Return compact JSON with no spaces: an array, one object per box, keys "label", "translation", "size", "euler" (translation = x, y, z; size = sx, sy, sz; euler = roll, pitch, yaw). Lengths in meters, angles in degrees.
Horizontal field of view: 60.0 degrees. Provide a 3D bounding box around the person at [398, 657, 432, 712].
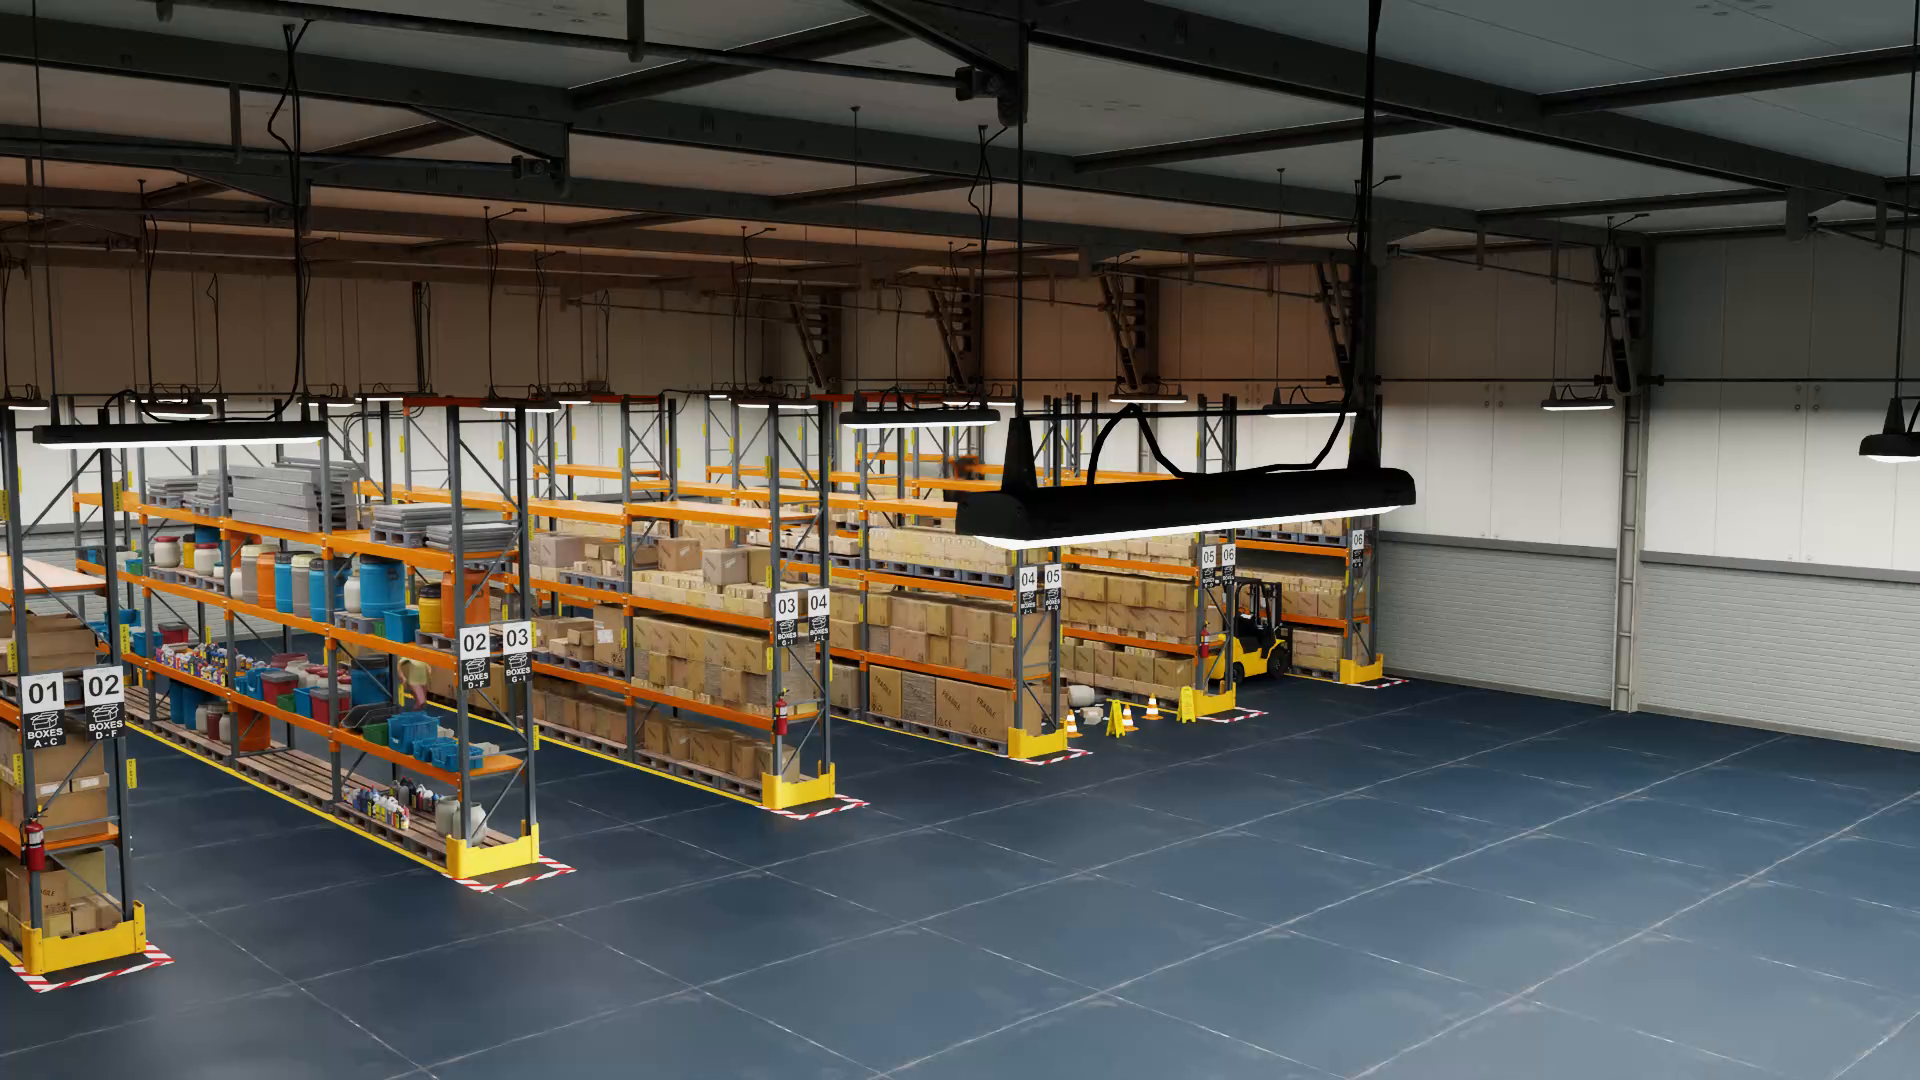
[{"label":"person","translation":[-9.712,2.622,29.782],"size":[0.672,1.687,0.564],"euler":[5,7,39]}]
